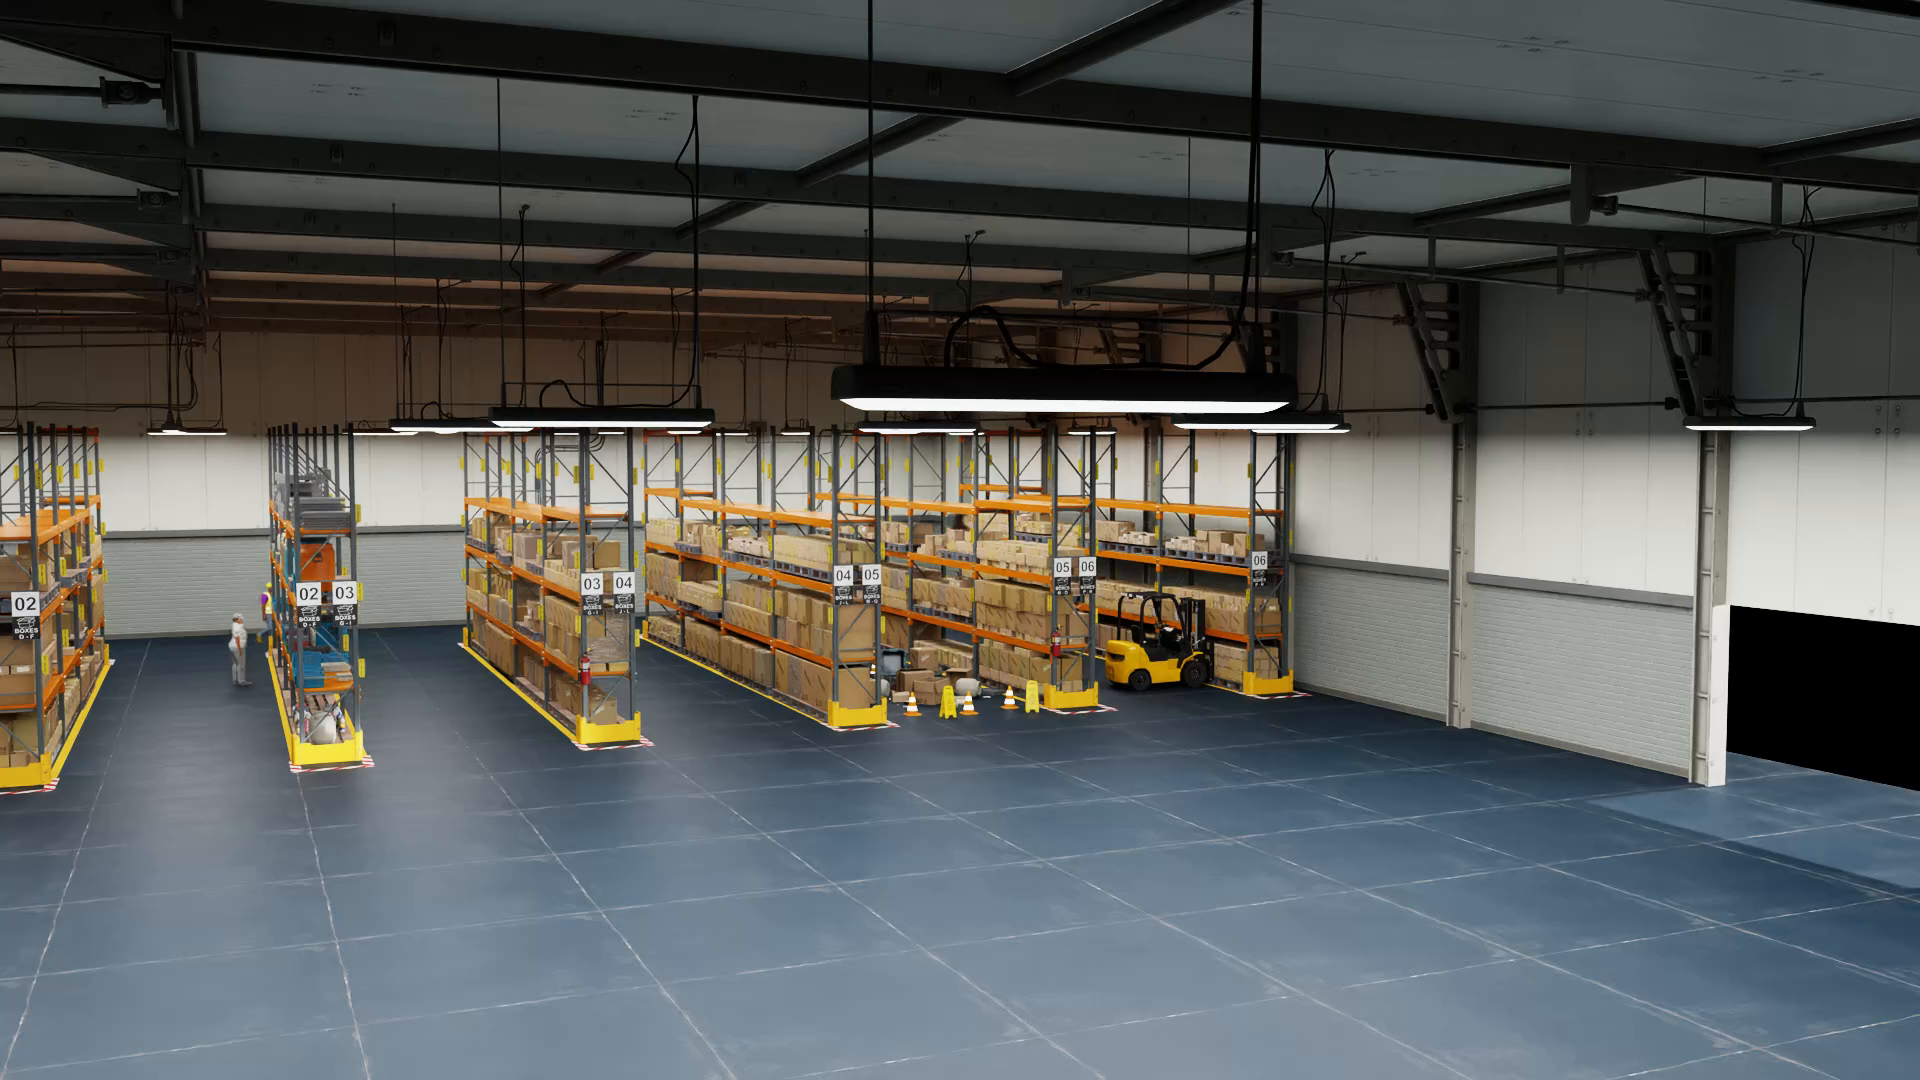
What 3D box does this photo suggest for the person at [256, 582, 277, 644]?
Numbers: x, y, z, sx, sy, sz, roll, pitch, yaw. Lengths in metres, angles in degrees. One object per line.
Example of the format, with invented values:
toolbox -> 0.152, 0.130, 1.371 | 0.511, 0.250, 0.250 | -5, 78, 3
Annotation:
person -> -19.023, 2.037, 45.824 | 0.638, 1.747, 0.608 | 1, 4, 16

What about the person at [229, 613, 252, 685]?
person -> -16.695, 2.526, 38.557 | 0.438, 1.663, 0.535 | -2, 4, -33
